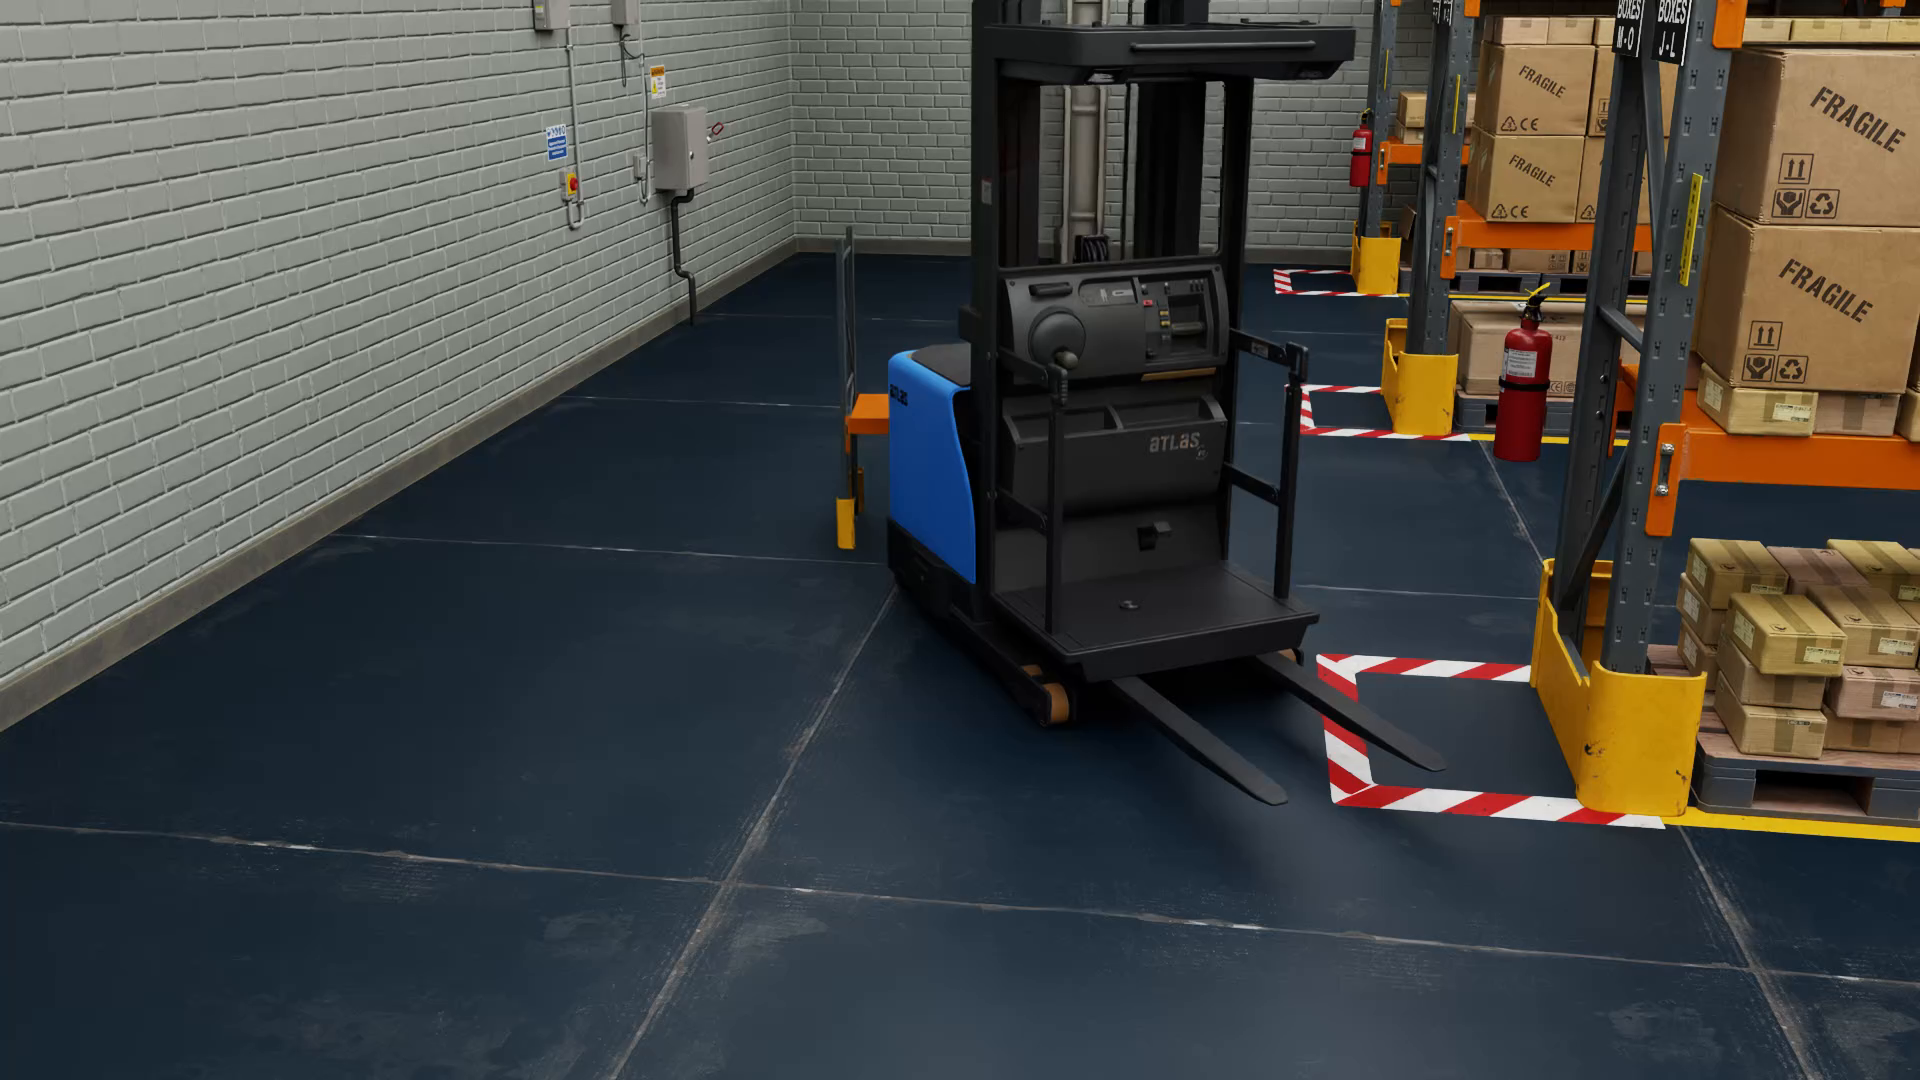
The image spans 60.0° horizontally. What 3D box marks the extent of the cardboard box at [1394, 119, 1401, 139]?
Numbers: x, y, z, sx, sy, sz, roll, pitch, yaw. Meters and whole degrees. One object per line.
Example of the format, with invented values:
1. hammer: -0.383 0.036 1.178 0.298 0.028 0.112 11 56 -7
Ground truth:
1. cardboard box: 4.117 -3.750 15.180 0.250 0.149 0.380 3 19 8

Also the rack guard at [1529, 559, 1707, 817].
1. rack guard: 2.354 0.498 6.026 0.348 0.500 1.175 3 19 9

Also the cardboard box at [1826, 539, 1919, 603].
1. cardboard box: 3.356 0.131 6.078 0.250 0.149 0.380 3 19 7

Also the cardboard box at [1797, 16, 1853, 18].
1. cardboard box: 5.142 -3.054 9.949 0.250 0.149 0.380 3 19 9

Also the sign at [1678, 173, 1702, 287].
1. sign: 2.193 -0.932 4.996 0.005 0.325 0.100 3 19 9

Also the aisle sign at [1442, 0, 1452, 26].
1. aisle sign: 2.847 -3.392 9.618 0.004 0.787 0.394 3 19 9

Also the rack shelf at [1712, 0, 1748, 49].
1. rack shelf: 4.253 -1.672 4.978 4.000 0.370 1.077 3 19 9

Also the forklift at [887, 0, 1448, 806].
1. forklift: 0.696 -0.843 6.204 1.130 2.935 3.031 -8 20 -21

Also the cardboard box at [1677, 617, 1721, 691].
1. cardboard box: 2.831 0.423 6.143 0.250 0.149 0.380 3 19 10

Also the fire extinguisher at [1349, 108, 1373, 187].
1. fire extinguisher: 3.529 -3.451 14.600 0.183 0.674 0.296 3 19 9

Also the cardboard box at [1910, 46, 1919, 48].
1. cardboard box: 3.179 -1.224 5.033 0.500 0.500 0.500 3 19 10

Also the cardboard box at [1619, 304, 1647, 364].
1. cardboard box: 4.536 -1.186 10.495 0.875 0.438 0.875 3 19 10

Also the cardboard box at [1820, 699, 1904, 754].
1. cardboard box: 3.016 0.576 5.685 0.250 0.149 0.380 3 19 8

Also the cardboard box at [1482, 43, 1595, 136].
1. cardboard box: 3.393 -2.655 9.778 0.500 0.500 0.500 3 19 7

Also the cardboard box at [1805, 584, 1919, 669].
1. cardboard box: 3.033 0.289 5.607 0.250 0.149 0.380 3 19 10

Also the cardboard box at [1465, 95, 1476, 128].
1. cardboard box: 4.651 -3.740 14.520 0.500 0.250 0.500 3 19 9

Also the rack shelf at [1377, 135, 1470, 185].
1. rack shelf: 5.722 -3.360 14.752 4.000 0.370 1.077 3 19 9

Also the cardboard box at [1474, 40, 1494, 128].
1. cardboard box: 3.478 -2.819 10.267 0.500 0.500 0.500 4 19 10

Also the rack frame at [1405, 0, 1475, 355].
1. rack frame: 2.964 -2.247 10.291 0.127 3.000 1.000 3 19 9

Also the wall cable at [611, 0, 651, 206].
1. wall cable: -2.394 -3.450 12.286 0.122 1.984 0.588 3 19 9

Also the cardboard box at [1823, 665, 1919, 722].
1. cardboard box: 3.017 0.459 5.566 0.250 0.149 0.380 3 19 8

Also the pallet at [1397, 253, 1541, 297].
1. pallet: 4.610 -2.436 15.251 1.213 0.211 1.003 3 19 9

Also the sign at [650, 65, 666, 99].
1. sign: -2.343 -3.559 12.911 0.001 0.242 0.339 3 19 9

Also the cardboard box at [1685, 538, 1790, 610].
1. cardboard box: 2.841 0.127 6.090 0.250 0.149 0.380 3 19 9

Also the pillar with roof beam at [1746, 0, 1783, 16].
1. pillar with roof beam: 6.470 -5.414 10.303 0.400 9.000 9.100 3 19 9

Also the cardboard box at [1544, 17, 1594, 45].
1. cardboard box: 3.541 -2.981 9.728 0.250 0.149 0.380 3 19 10

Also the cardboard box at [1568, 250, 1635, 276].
1. cardboard box: 5.680 -2.642 14.750 0.500 0.500 0.500 3 19 10

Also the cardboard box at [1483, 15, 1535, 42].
1. cardboard box: 3.350 -3.121 10.147 0.250 0.149 0.380 3 19 9

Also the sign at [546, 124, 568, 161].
1. sign: -2.675 -2.639 11.038 0.001 0.218 0.327 3 19 9

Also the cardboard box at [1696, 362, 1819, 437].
1. cardboard box: 2.546 -0.453 5.325 0.250 0.149 0.380 3 19 8

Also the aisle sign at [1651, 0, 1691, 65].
1. aisle sign: 2.159 -1.834 4.959 0.004 0.787 0.394 3 19 9

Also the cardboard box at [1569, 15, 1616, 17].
1. cardboard box: 3.873 -3.129 10.171 0.250 0.149 0.380 3 19 8

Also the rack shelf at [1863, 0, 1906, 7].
1. rack shelf: 9.672 -4.581 13.675 4.000 0.370 1.077 3 19 9

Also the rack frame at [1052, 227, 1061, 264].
1. rack frame: 0.463 -0.751 8.184 0.032 1.500 0.500 1 19 2

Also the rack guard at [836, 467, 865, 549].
1. rack guard: -0.552 -0.170 8.417 0.087 0.250 0.587 1 19 2

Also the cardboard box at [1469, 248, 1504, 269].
1. cardboard box: 4.750 -2.555 15.044 0.250 0.149 0.380 2 19 6

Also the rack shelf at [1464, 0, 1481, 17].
1. rack shelf: 4.939 -3.228 9.628 4.000 0.370 1.077 3 19 9

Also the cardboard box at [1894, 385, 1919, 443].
1. cardboard box: 3.061 -0.423 5.235 0.250 0.149 0.380 2 19 7

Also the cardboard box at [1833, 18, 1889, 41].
1. cardboard box: 5.061 -2.882 9.435 0.250 0.149 0.380 3 19 9

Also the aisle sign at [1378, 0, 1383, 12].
1. aisle sign: 3.634 -4.946 14.262 0.004 0.787 0.394 3 19 9

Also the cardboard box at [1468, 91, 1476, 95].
1. cardboard box: 4.753 -3.906 15.016 0.500 0.250 0.500 3 19 9

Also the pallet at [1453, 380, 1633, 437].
1. pallet: 3.766 -0.909 10.686 1.213 0.211 1.003 3 19 9

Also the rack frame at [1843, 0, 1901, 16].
1. rack frame: 7.697 -3.601 14.337 0.127 3.000 1.000 3 19 9

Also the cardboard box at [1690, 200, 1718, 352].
1. cardboard box: 2.763 -0.937 5.751 0.500 0.500 0.500 3 19 10

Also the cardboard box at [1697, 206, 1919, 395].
1. cardboard box: 2.678 -0.770 5.252 0.500 0.500 0.500 4 19 11

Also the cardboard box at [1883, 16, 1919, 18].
1. cardboard box: 5.635 -3.034 9.887 0.250 0.149 0.380 2 19 7

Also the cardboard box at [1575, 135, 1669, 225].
1. cardboard box: 3.896 -2.163 9.884 0.500 0.500 0.500 3 19 8

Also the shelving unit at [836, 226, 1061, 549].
1. shelving unit: -0.054 -0.757 8.202 1.083 1.500 0.587 1 19 2

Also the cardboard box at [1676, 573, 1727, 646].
1. cardboard box: 2.845 0.258 6.167 0.250 0.149 0.380 2 19 7

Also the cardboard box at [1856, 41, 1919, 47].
1. cardboard box: 3.270 -1.383 5.507 0.500 0.500 0.500 2 19 7

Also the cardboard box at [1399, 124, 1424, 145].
1. cardboard box: 4.029 -3.580 14.673 0.250 0.149 0.380 3 19 8

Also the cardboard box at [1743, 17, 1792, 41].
1. cardboard box: 4.549 -2.902 9.492 0.250 0.149 0.380 3 19 9
